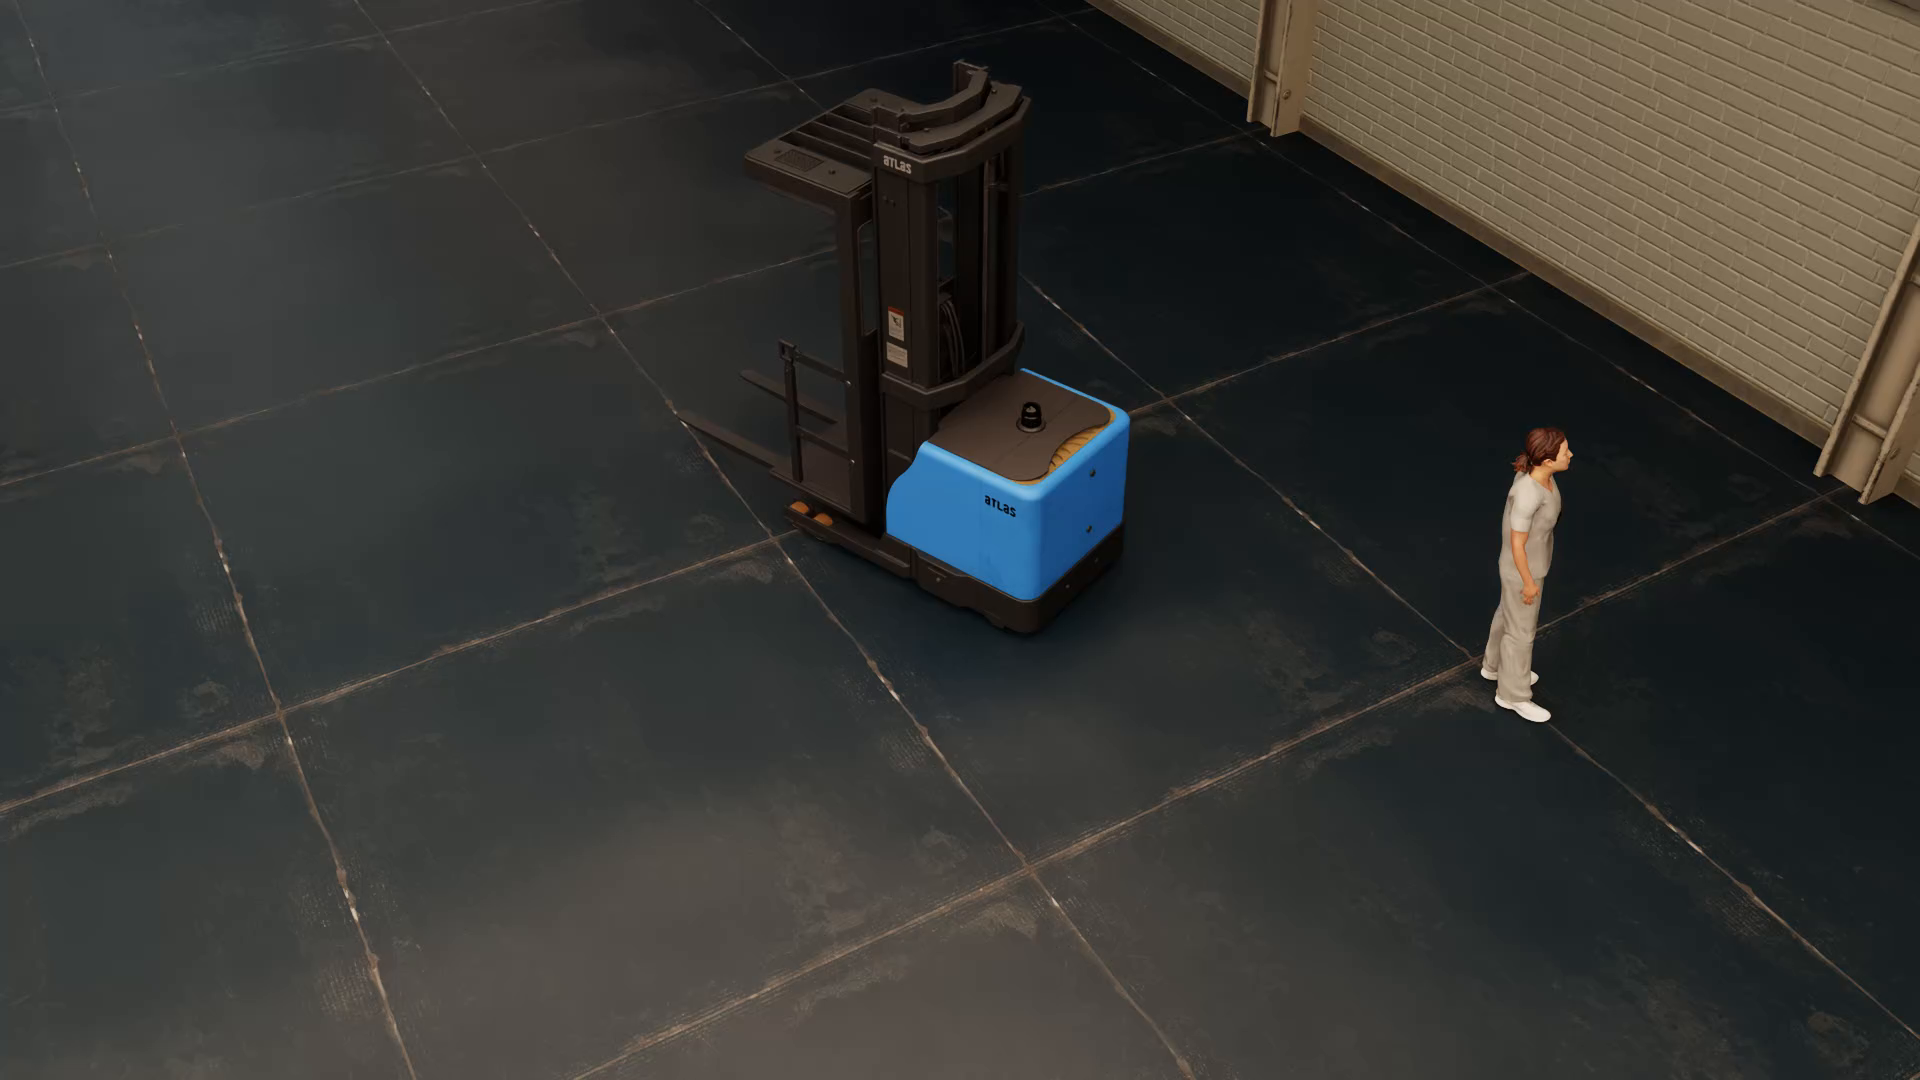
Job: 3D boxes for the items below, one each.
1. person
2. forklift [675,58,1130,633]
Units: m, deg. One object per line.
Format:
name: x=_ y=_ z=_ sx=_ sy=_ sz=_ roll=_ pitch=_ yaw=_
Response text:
person: x=3.072 y=0.146 z=8.832 sx=0.548 sy=1.673 sz=0.550 roll=15 pitch=42 yaw=18
forklift: x=-0.481 y=-1.366 z=9.683 sx=3.031 sy=2.935 sz=1.130 roll=26 pitch=46 yaw=28
